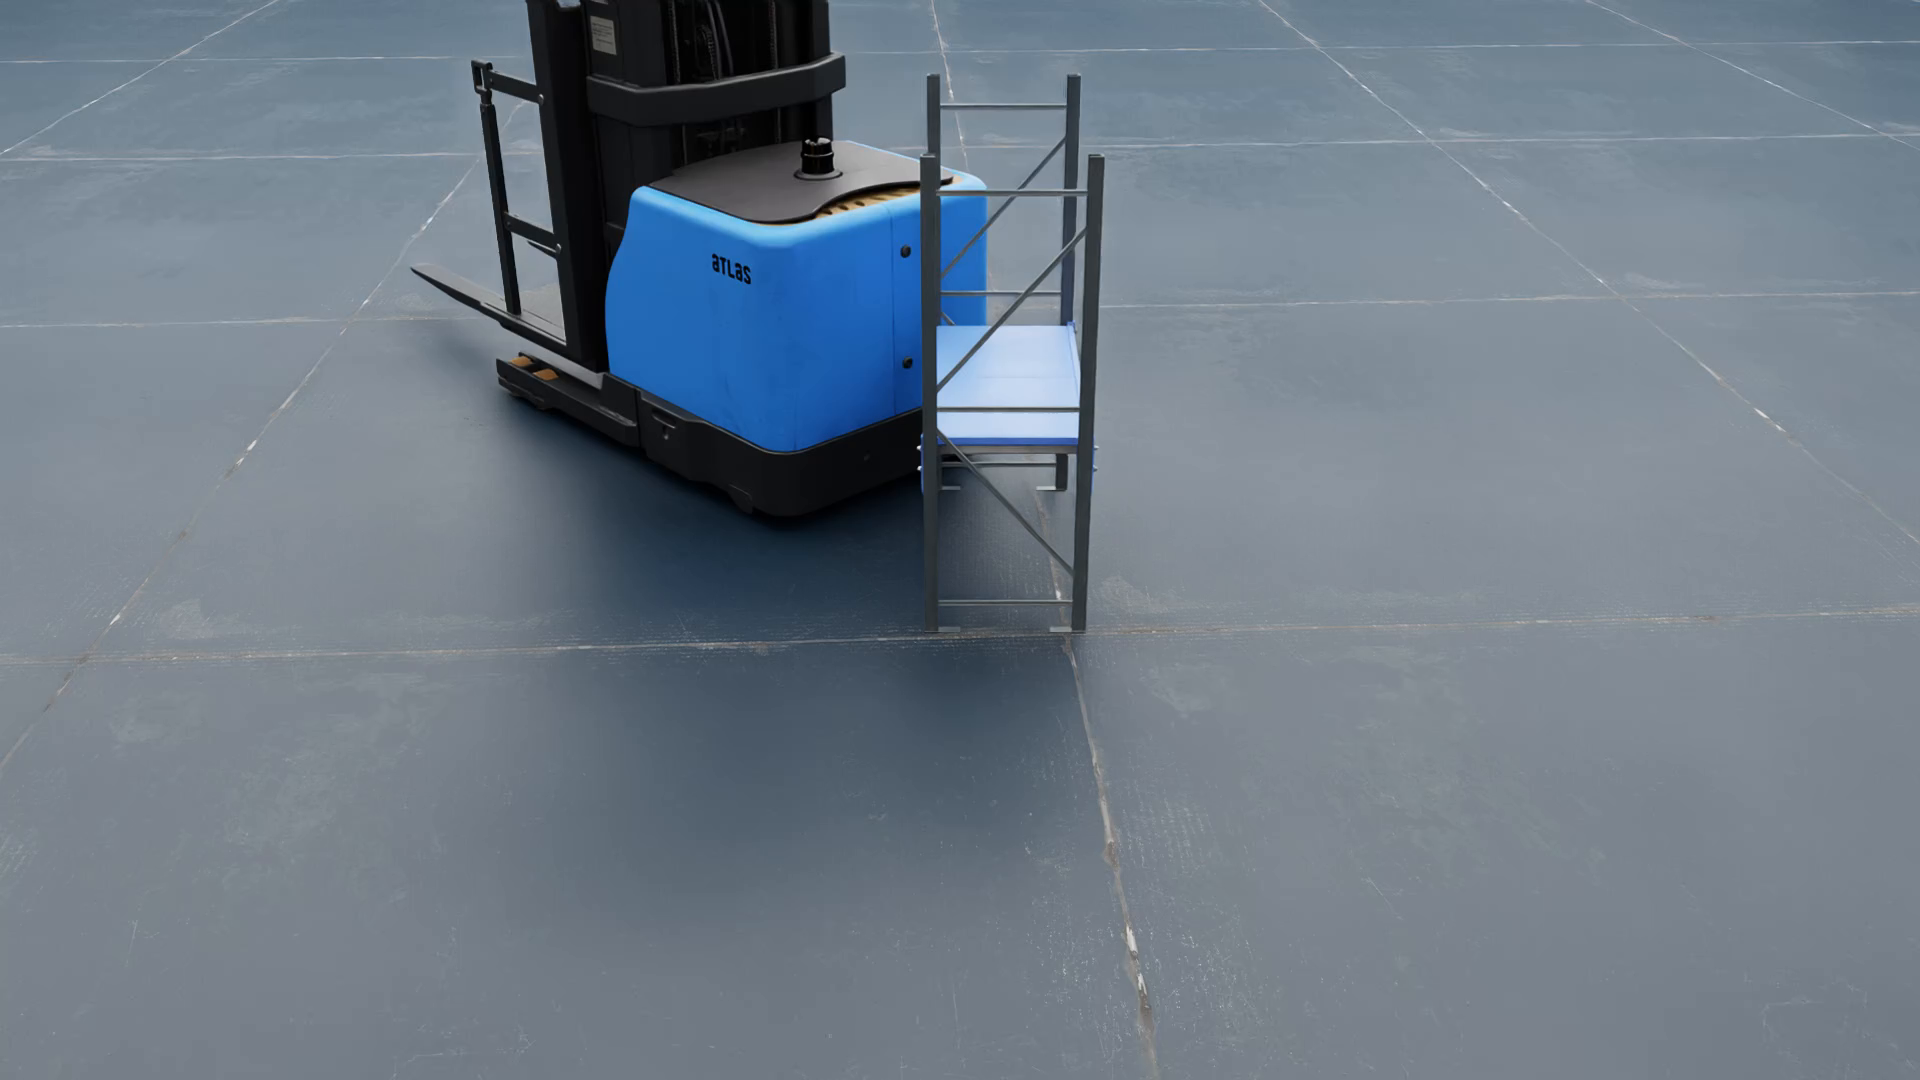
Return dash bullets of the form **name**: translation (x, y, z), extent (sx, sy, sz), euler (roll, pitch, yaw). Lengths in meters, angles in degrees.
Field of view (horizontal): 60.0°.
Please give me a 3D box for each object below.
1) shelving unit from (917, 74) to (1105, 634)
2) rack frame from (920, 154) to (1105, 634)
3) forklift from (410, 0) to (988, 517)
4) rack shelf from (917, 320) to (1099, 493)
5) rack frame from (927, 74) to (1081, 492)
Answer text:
- **shelving unit**: translation (0.142, -0.613, 5.304), extent (0.538, 1.500, 1.048), euler (0, 28, 0)
- **rack frame**: translation (0.141, -0.378, 4.853), extent (0.500, 1.500, 0.032), euler (0, 28, 0)
- **forklift**: translation (-1.264, -1.970, 6.357), extent (1.130, 2.935, 3.031), euler (-24, 36, -38)
- **rack shelf**: translation (0.142, -0.454, 5.387), extent (0.538, 0.185, 1.000), euler (0, 28, 0)
- **rack frame**: translation (0.142, -0.848, 5.754), extent (0.500, 1.500, 0.032), euler (0, 28, 0)
